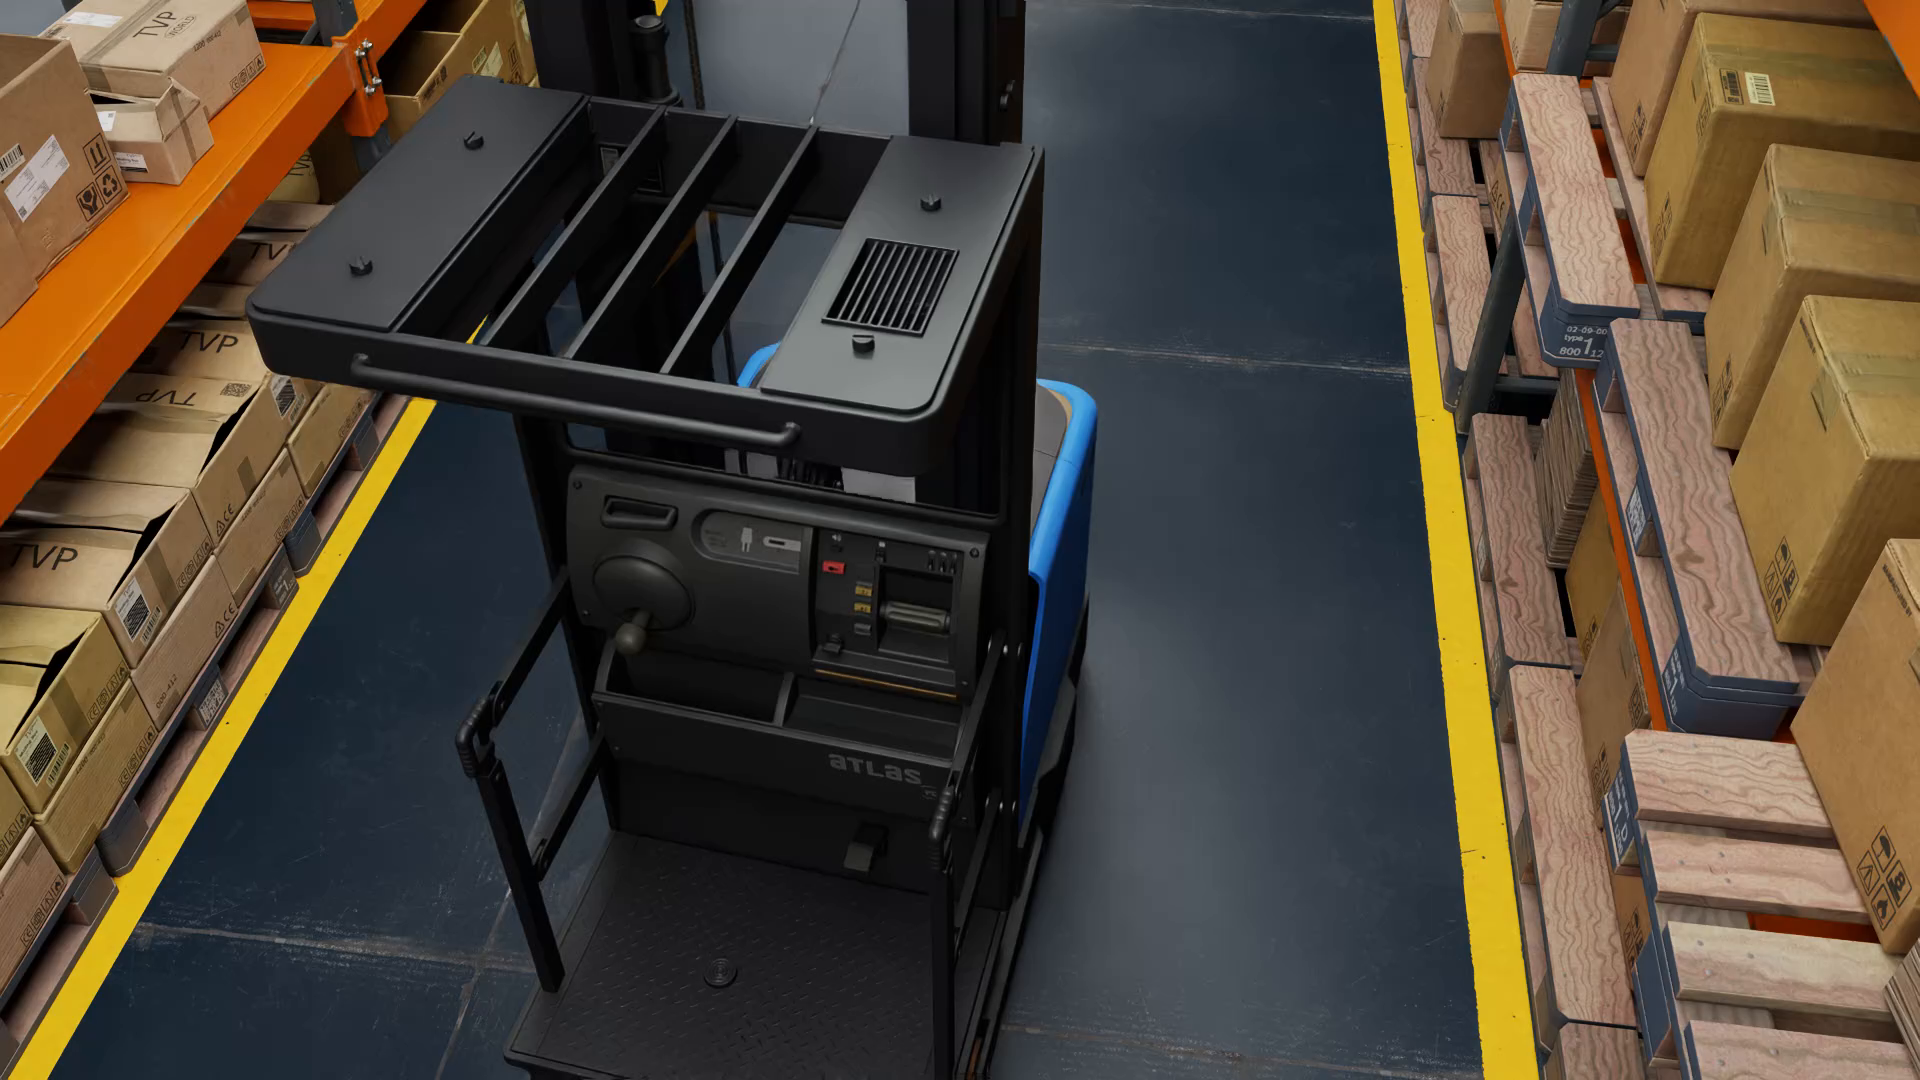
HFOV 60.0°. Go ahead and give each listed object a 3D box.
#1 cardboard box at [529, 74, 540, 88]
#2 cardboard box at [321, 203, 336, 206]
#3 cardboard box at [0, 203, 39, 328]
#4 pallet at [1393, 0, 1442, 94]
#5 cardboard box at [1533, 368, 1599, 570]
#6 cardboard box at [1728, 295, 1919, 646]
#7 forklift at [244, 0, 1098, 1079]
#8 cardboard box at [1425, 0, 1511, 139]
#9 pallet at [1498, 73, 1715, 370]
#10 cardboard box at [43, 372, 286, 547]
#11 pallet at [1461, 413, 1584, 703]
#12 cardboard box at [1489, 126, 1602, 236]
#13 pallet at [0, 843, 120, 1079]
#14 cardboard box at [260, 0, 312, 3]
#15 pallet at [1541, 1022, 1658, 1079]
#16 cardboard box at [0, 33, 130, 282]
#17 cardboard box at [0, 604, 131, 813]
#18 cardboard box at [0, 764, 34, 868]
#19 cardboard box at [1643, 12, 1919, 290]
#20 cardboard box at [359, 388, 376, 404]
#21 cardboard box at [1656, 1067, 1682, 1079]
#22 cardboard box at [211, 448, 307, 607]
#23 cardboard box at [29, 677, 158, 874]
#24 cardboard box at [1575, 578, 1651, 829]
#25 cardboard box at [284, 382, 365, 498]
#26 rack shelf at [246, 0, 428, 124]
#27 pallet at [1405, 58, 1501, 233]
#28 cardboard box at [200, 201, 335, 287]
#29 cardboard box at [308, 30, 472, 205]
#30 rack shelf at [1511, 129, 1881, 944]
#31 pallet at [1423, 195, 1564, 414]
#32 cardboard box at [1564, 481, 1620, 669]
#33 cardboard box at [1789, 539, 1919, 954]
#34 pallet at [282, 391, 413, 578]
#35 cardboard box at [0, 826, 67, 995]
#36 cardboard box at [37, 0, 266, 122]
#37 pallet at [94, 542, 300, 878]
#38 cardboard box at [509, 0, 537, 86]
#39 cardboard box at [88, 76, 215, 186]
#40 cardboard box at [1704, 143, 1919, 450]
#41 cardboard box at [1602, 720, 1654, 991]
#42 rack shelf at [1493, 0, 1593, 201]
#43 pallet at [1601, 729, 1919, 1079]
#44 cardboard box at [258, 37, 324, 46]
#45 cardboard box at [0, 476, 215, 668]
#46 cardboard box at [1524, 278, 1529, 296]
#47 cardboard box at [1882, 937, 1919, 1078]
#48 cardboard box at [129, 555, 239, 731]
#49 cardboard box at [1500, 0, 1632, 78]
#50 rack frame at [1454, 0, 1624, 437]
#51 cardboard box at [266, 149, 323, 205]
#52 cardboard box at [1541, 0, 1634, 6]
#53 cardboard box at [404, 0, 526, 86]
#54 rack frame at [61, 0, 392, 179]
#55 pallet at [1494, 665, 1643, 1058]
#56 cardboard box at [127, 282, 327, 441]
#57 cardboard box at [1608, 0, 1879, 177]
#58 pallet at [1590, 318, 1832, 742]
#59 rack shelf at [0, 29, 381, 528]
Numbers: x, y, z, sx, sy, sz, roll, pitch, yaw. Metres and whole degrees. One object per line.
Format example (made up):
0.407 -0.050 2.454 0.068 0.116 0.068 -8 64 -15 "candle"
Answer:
-2.063 -2.041 7.419 0.500 0.250 0.500 5 44 6 "cardboard box"
-2.206 -1.361 6.700 0.500 0.250 0.500 5 44 6 "cardboard box"
-2.821 -0.732 4.269 0.500 0.500 0.500 5 44 6 "cardboard box"
2.720 -2.582 8.323 1.003 0.211 1.213 5 44 6 "pallet"
2.262 -0.220 5.298 0.700 0.500 0.500 7 44 7 "cardboard box"
2.009 -0.113 3.295 0.700 0.500 0.500 5 44 6 "cardboard box"
-0.453 0.188 3.419 1.130 2.935 3.031 10 44 10 "forklift"
2.470 -2.101 7.286 0.700 0.500 0.500 3 44 3 "cardboard box"
2.098 -0.893 4.651 1.003 0.211 1.213 5 44 6 "pallet"
-2.468 -0.279 5.149 0.500 0.311 0.500 5 44 5 "cardboard box"
2.242 0.073 5.520 1.003 0.211 1.213 5 44 6 "pallet"
2.441 -1.434 6.580 0.500 0.500 0.500 2 43 2 "cardboard box"
-2.949 1.263 4.263 1.003 0.211 1.213 5 44 6 "pallet"
-2.515 -2.258 5.880 0.700 0.500 0.500 4 44 4 "cardboard box"
1.919 1.736 3.763 1.003 0.211 1.213 5 44 6 "pallet"
-2.755 -1.074 4.630 0.500 0.500 0.500 8 44 9 "cardboard box"
-2.605 0.414 4.418 0.500 0.311 0.500 4 44 4 "cardboard box"
-2.675 0.761 4.051 0.500 0.311 0.500 4 44 4 "cardboard box"
2.161 -0.943 4.171 0.700 0.500 0.500 9 44 10 "cardboard box"
-2.335 -0.763 6.069 0.500 0.250 0.500 5 44 5 "cardboard box"
2.041 1.167 3.833 0.700 0.500 0.500 5 44 5 "cardboard box"
-2.471 -0.070 5.337 0.500 0.250 0.500 6 44 6 "cardboard box"
-2.608 0.626 4.602 0.500 0.250 0.500 4 44 4 "cardboard box"
2.136 0.481 4.558 0.700 0.500 0.500 6 44 6 "cardboard box"
-2.404 -0.419 5.705 0.500 0.250 0.500 5 44 5 "cardboard box"
-2.303 -3.020 7.281 1.077 0.370 4.000 5 44 6 "rack shelf"
2.556 -1.753 7.448 1.003 0.211 1.213 5 44 6 "pallet"
-2.337 -0.974 5.883 0.500 0.311 0.500 5 44 6 "cardboard box"
-2.196 -1.632 6.441 0.500 0.500 0.500 5 44 6 "cardboard box"
2.079 0.154 3.929 1.077 0.370 4.000 5 44 6 "rack shelf"
2.397 -0.919 6.567 1.003 0.211 1.213 5 44 6 "pallet"
2.244 0.137 4.921 0.700 0.500 0.500 4 44 5 "cardboard box"
1.914 0.355 2.801 0.700 0.500 0.500 1 43 2 "cardboard box"
-2.626 -0.400 6.019 1.003 0.211 1.213 5 44 6 "pallet"
-2.670 0.981 4.227 0.500 0.250 0.500 4 44 4 "cardboard box"
-2.589 -1.524 5.287 0.500 0.250 0.500 8 44 8 "cardboard box"
-2.785 0.434 5.138 1.003 0.211 1.213 5 44 6 "pallet"
-2.064 -2.314 7.161 0.500 0.500 0.500 5 44 6 "cardboard box"
-2.502 -1.254 4.990 0.396 0.266 0.258 4 44 4 "cardboard box"
2.105 -0.491 3.694 0.700 0.500 0.500 11 45 11 "cardboard box"
2.079 0.826 4.194 0.700 0.500 0.500 5 44 5 "cardboard box"
2.608 -2.572 6.808 1.077 0.370 4.000 5 44 6 "rack shelf"
1.803 0.830 2.832 1.213 0.211 1.003 5 44 6 "pallet"
-2.645 -2.020 6.851 0.500 0.500 0.500 5 44 6 "cardboard box"
-2.538 0.063 4.788 0.500 0.311 0.500 5 44 5 "cardboard box"
2.384 -0.969 6.332 0.380 0.166 0.250 0 43 0 "cardboard box"
1.867 0.738 2.396 0.700 0.500 0.500 1 43 1 "cardboard box"
-2.539 0.277 4.971 0.500 0.250 0.500 6 44 6 "cardboard box"
2.105 -1.774 5.536 0.500 0.250 0.500 5 44 6 "cardboard box"
2.343 -1.471 5.121 1.000 3.000 0.127 5 44 6 "rack frame"
-2.723 -1.408 6.750 0.500 0.250 0.500 5 44 6 "cardboard box"
2.099 -2.046 5.278 0.500 0.500 0.500 5 44 5 "cardboard box"
-2.137 -1.974 6.802 0.500 0.500 0.500 5 44 6 "cardboard box"
-2.567 -1.918 5.594 1.000 3.000 0.127 5 44 6 "rack frame"
2.083 0.907 4.639 1.003 0.211 1.213 5 44 6 "pallet"
-2.399 -0.619 5.508 0.500 0.311 0.500 6 44 7 "cardboard box"
2.242 -1.323 4.573 0.700 0.500 0.500 5 44 6 "cardboard box"
2.036 -0.028 3.737 1.003 0.211 1.213 5 44 6 "pallet"
-2.832 -0.294 4.402 1.077 0.370 4.000 5 44 6 "rack shelf"
